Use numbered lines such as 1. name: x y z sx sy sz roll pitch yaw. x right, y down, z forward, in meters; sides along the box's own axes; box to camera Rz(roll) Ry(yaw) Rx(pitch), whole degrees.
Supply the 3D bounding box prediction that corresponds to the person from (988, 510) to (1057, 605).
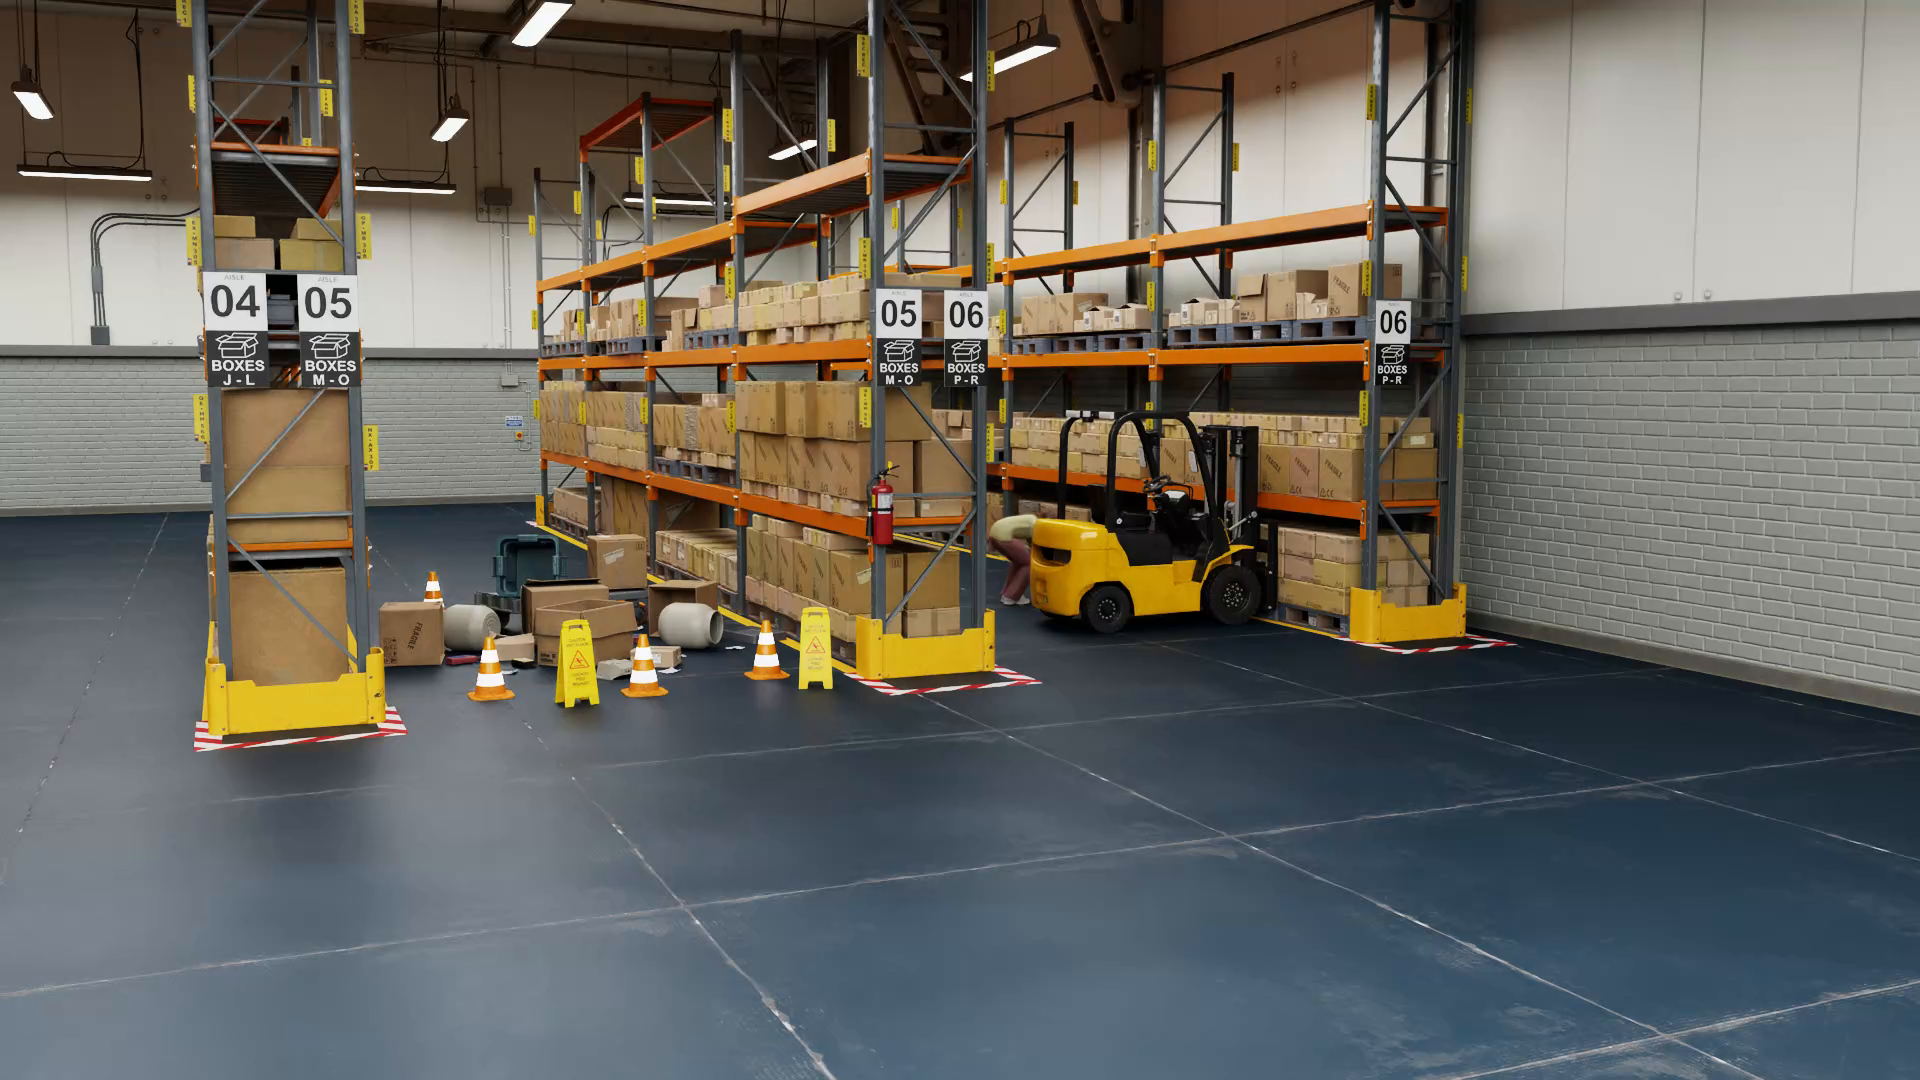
1. person: 0.736 0.189 18.435 0.868 1.018 0.454 -3 6 -27
